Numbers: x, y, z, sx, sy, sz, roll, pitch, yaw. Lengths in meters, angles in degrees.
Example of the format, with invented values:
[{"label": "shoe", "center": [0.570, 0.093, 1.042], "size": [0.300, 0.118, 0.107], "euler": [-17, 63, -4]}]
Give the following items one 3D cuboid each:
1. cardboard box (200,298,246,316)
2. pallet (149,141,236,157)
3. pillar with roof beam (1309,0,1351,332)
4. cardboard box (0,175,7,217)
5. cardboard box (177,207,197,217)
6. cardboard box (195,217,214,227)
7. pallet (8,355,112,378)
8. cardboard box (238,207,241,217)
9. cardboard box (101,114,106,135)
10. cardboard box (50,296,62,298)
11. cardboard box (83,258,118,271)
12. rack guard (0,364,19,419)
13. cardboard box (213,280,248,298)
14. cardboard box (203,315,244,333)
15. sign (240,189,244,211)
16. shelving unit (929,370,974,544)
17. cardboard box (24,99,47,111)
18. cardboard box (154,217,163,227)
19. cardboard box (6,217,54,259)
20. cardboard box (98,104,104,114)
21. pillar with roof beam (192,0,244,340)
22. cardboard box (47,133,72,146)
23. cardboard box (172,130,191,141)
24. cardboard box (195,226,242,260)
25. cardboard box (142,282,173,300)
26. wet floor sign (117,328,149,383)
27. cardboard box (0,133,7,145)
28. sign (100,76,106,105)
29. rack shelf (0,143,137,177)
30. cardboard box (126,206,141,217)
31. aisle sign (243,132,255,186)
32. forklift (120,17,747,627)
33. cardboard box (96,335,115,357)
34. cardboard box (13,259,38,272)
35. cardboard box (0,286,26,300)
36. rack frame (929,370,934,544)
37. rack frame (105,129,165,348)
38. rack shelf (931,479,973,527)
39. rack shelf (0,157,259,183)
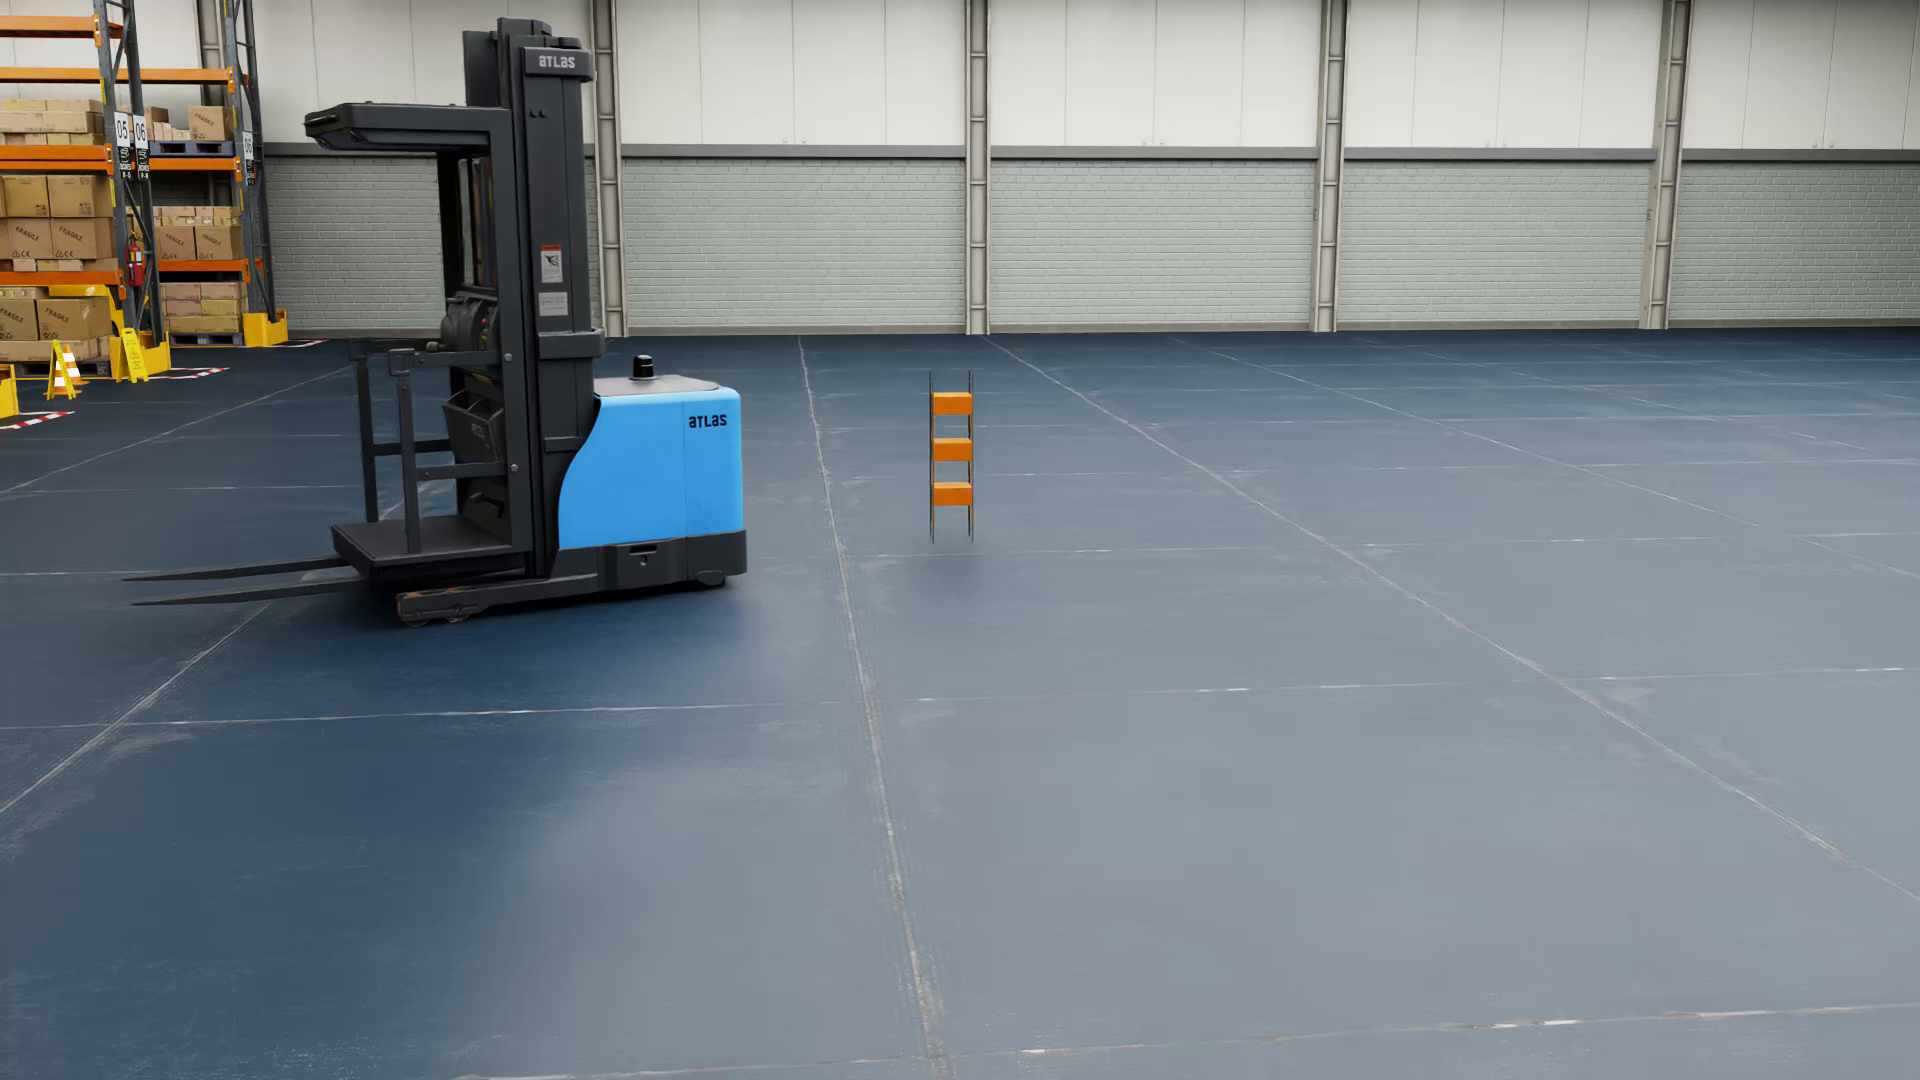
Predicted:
[{"label": "cardboard box", "center": [-11.302, -3.573, 25.508], "size": [0.500, 0.250, 0.500], "euler": [-1, 11, -7]}, {"label": "pallet", "center": [-11.557, -5.959, 25.358], "size": [1.213, 0.211, 1.003], "euler": [-1, 11, -6]}, {"label": "pillar with roof beam", "center": [6.718, -7.192, 23.623], "size": [0.400, 9.000, 9.100], "euler": [-1, 11, -6]}, {"label": "cardboard box", "center": [-11.796, -4.182, 20.244], "size": [0.500, 0.500, 0.700], "euler": [-1, 11, -7]}, {"label": "cardboard box", "center": [-11.684, -4.984, 25.233], "size": [0.250, 0.149, 0.380], "euler": [-1, 11, -5]}, {"label": "cardboard box", "center": [-11.417, -4.836, 25.250], "size": [0.250, 0.149, 0.380], "euler": [-1, 11, -5]}, {"label": "pallet", "center": [-11.199, -2.209, 21.056], "size": [1.213, 0.211, 1.003], "euler": [-1, 11, -6]}, {"label": "cardboard box", "center": [-11.209, -5.088, 25.760], "size": [0.250, 0.149, 0.380], "euler": [-1, 11, -7]}, {"label": "cardboard box", "center": [-10.841, -5.174, 20.750], "size": [0.500, 0.250, 0.500], "euler": [-1, 11, -7]}, {"label": "cardboard box", "center": [-11.687, -2.838, 21.121], "size": [0.500, 0.500, 0.500], "euler": [-2, 11, -8]}, {"label": "cardboard box", "center": [-10.661, -3.417, 20.623], "size": [0.250, 0.149, 0.380], "euler": [-1, 11, -4]}, {"label": "rack guard", "center": [-9.653, -1.416, 16.273], "size": [0.348, 0.500, 1.175], "euler": [-1, 11, -6]}, {"label": "cardboard box", "center": [-11.350, -3.914, 25.950], "size": [0.500, 0.250, 0.500], "euler": [-1, 11, -7]}, {"label": "cardboard box", "center": [-11.285, -3.327, 25.555], "size": [0.500, 0.250, 0.500], "euler": [-1, 11, -6]}, {"label": "sign", "center": [-10.807, -5.121, 25.023], "size": [0.005, 0.325, 0.100], "euler": [-1, 11, -6]}, {"label": "shelving unit", "center": [-0.053, -0.514, 10.261], "size": [0.252, 1.050, 0.215], "euler": [-1, 11, -6]}, {"label": "cardboard box", "center": [-11.128, -5.258, 20.146], "size": [0.250, 0.149, 0.380], "euler": [-1, 11, -7]}, {"label": "cardboard box", "center": [-12.190, -4.825, 25.193], "size": [0.250, 0.149, 0.380], "euler": [-2, 11, -8]}, {"label": "cardboard box", "center": [-11.320, -3.710, 20.434], "size": [0.500, 0.500, 0.500], "euler": [-1, 11, -6]}, {"label": "cardboard box", "center": [-10.687, -5.360, 20.666], "size": [0.250, 0.149, 0.380], "euler": [-1, 11, -6]}, {"label": "pillar with roof beam", "center": [-11.176, -6.817, 21.716], "size": [0.400, 9.000, 9.100], "euler": [-1, 11, -6]}, {"label": "cardboard box", "center": [-10.880, -4.865, 20.213], "size": [0.250, 0.149, 0.380], "euler": [-1, 11, -6]}, {"label": "cardboard box", "center": [-11.643, -6.069, 24.989], "size": [0.250, 0.149, 0.380], "euler": [-2, 11, -8]}, {"label": "cardboard box", "center": [-11.312, -4.529, 25.370], "size": [0.500, 0.500, 0.500], "euler": [-1, 11, -7]}, {"label": "cardboard box", "center": [-12.283, -3.794, 25.341], "size": [0.500, 0.250, 0.500], "euler": [-1, 11, -5]}, {"label": "wet floor sign", "center": [-10.007, -2.232, 20.050], "size": [0.232, 0.644, 0.267], "euler": [3, 11, 14]}, {"label": "cardboard box", "center": [-11.650, -4.859, 20.183], "size": [0.250, 0.149, 0.380], "euler": [-1, 11, -7]}, {"label": "sign", "center": [-10.272, -5.388, 19.928], "size": [0.005, 0.325, 0.100], "euler": [-1, 11, -6]}, {"label": "rack shelf", "center": [-12.300, -4.666, 20.415], "size": [4.000, 0.370, 1.077], "euler": [-1, 11, -6]}, {"label": "cardboard box", "center": [-12.443, -4.960, 25.111], "size": [0.250, 0.149, 0.380], "euler": [-1, 11, -5]}, {"label": "aisle sign", "center": [-10.755, -5.761, 25.158], "size": [0.004, 0.787, 0.394], "euler": [-1, 11, -6]}, {"label": "forklift", "center": [-2.700, -1.126, 8.499], "size": [3.031, 2.935, 1.130], "euler": [-6, 13, -30]}, {"label": "cardboard box", "center": [-11.144, -2.482, 21.256], "size": [0.500, 0.250, 0.500], "euler": [-1, 11, -7]}, {"label": "cardboard box", "center": [-11.410, -3.378, 20.425], "size": [0.250, 0.149, 0.380], "euler": [-1, 11, -5]}, {"label": "cardboard box", "center": [-11.688, -3.040, 20.469], "size": [0.250, 0.149, 0.380], "euler": [-1, 11, -5]}, {"label": "rack frame", "center": [-0.174, -0.511, 10.248], "size": [0.008, 1.050, 0.200], "euler": [-1, 11, -6]}, {"label": "rack frame", "center": [-10.312, -3.589, 20.847], "size": [0.127, 3.000, 1.000], "euler": [-1, 11, -6]}, {"label": "rack shelf", "center": [-0.053, -0.231, 10.317], "size": [0.240, 0.259, 0.215], "euler": [-1, 11, -6]}, {"label": "rack shelf", "center": [-12.840, -5.618, 25.256], "size": [4.000, 0.370, 1.077], "euler": [-1, 11, -6]}]
